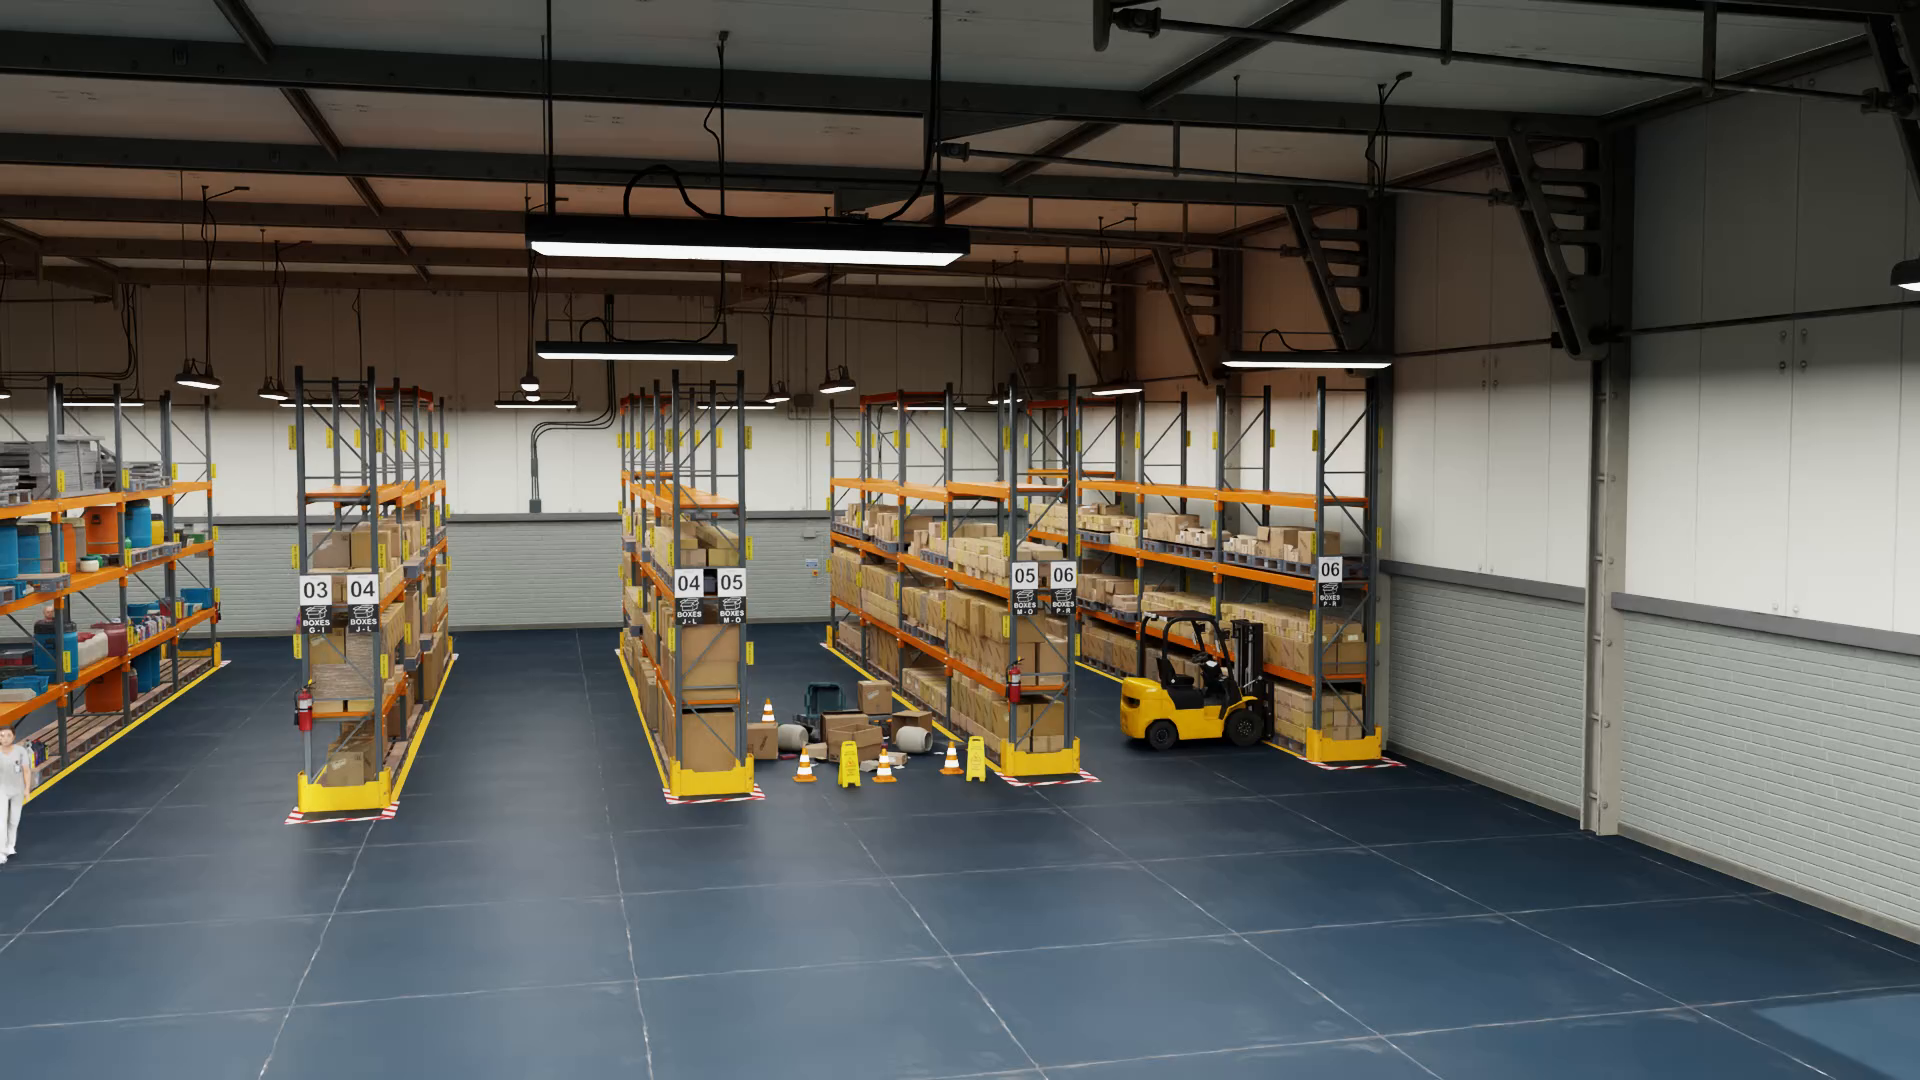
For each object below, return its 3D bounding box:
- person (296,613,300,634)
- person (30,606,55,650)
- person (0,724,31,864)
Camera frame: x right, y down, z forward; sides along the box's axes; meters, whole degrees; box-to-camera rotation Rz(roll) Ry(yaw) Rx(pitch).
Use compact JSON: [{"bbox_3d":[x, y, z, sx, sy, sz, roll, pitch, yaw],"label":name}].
[{"bbox_3d":[-13.638,2.056,34.937,0.565,1.714,1.091,-1,4,-17],"label":"person"},{"bbox_3d":[-17.941,2.160,32.706,0.680,1.717,1.115,-1,4,-18],"label":"person"},{"bbox_3d":[-11.260,2.994,19.680,0.482,1.609,1.059,-3,5,-42],"label":"person"}]
